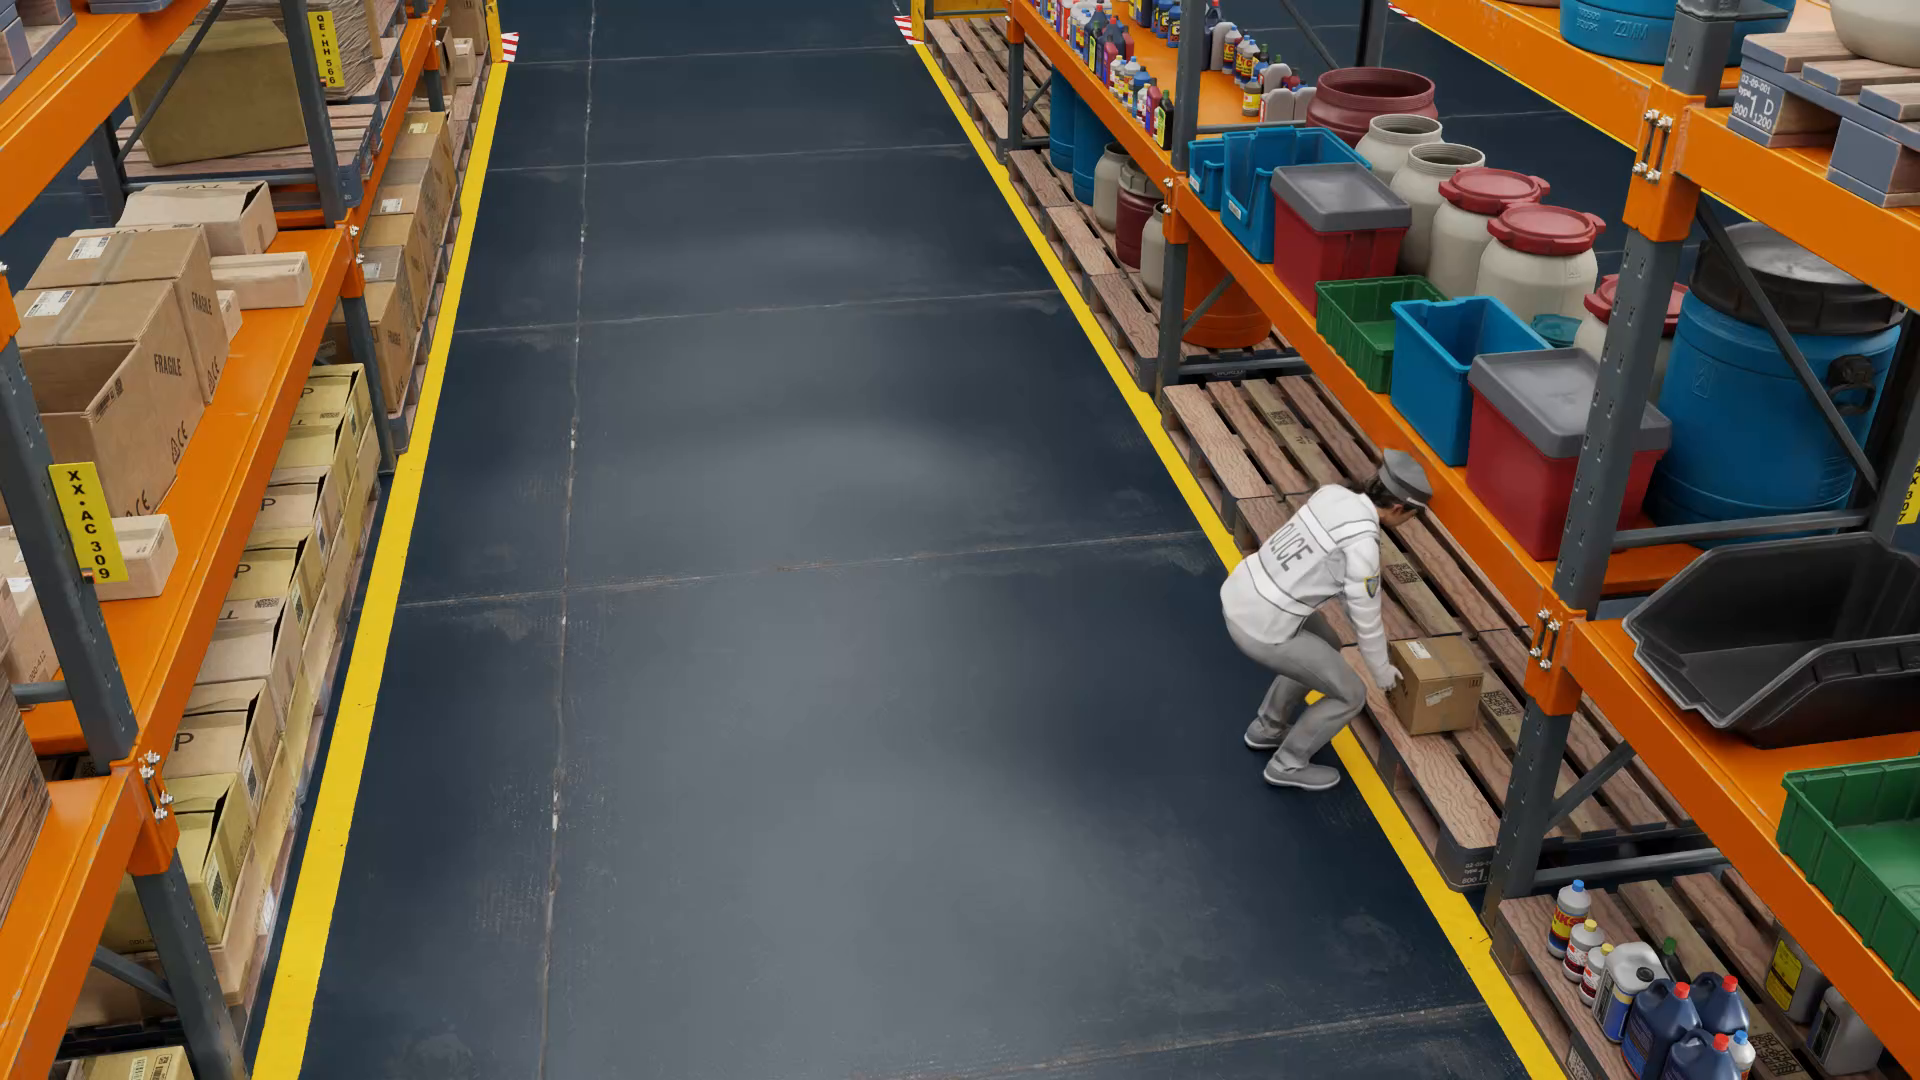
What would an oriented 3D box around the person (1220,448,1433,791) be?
[{"bbox_3d":[1.314,0.275,6.039,0.749,1.295,0.534,-1,31,-1],"label":"person"}]
